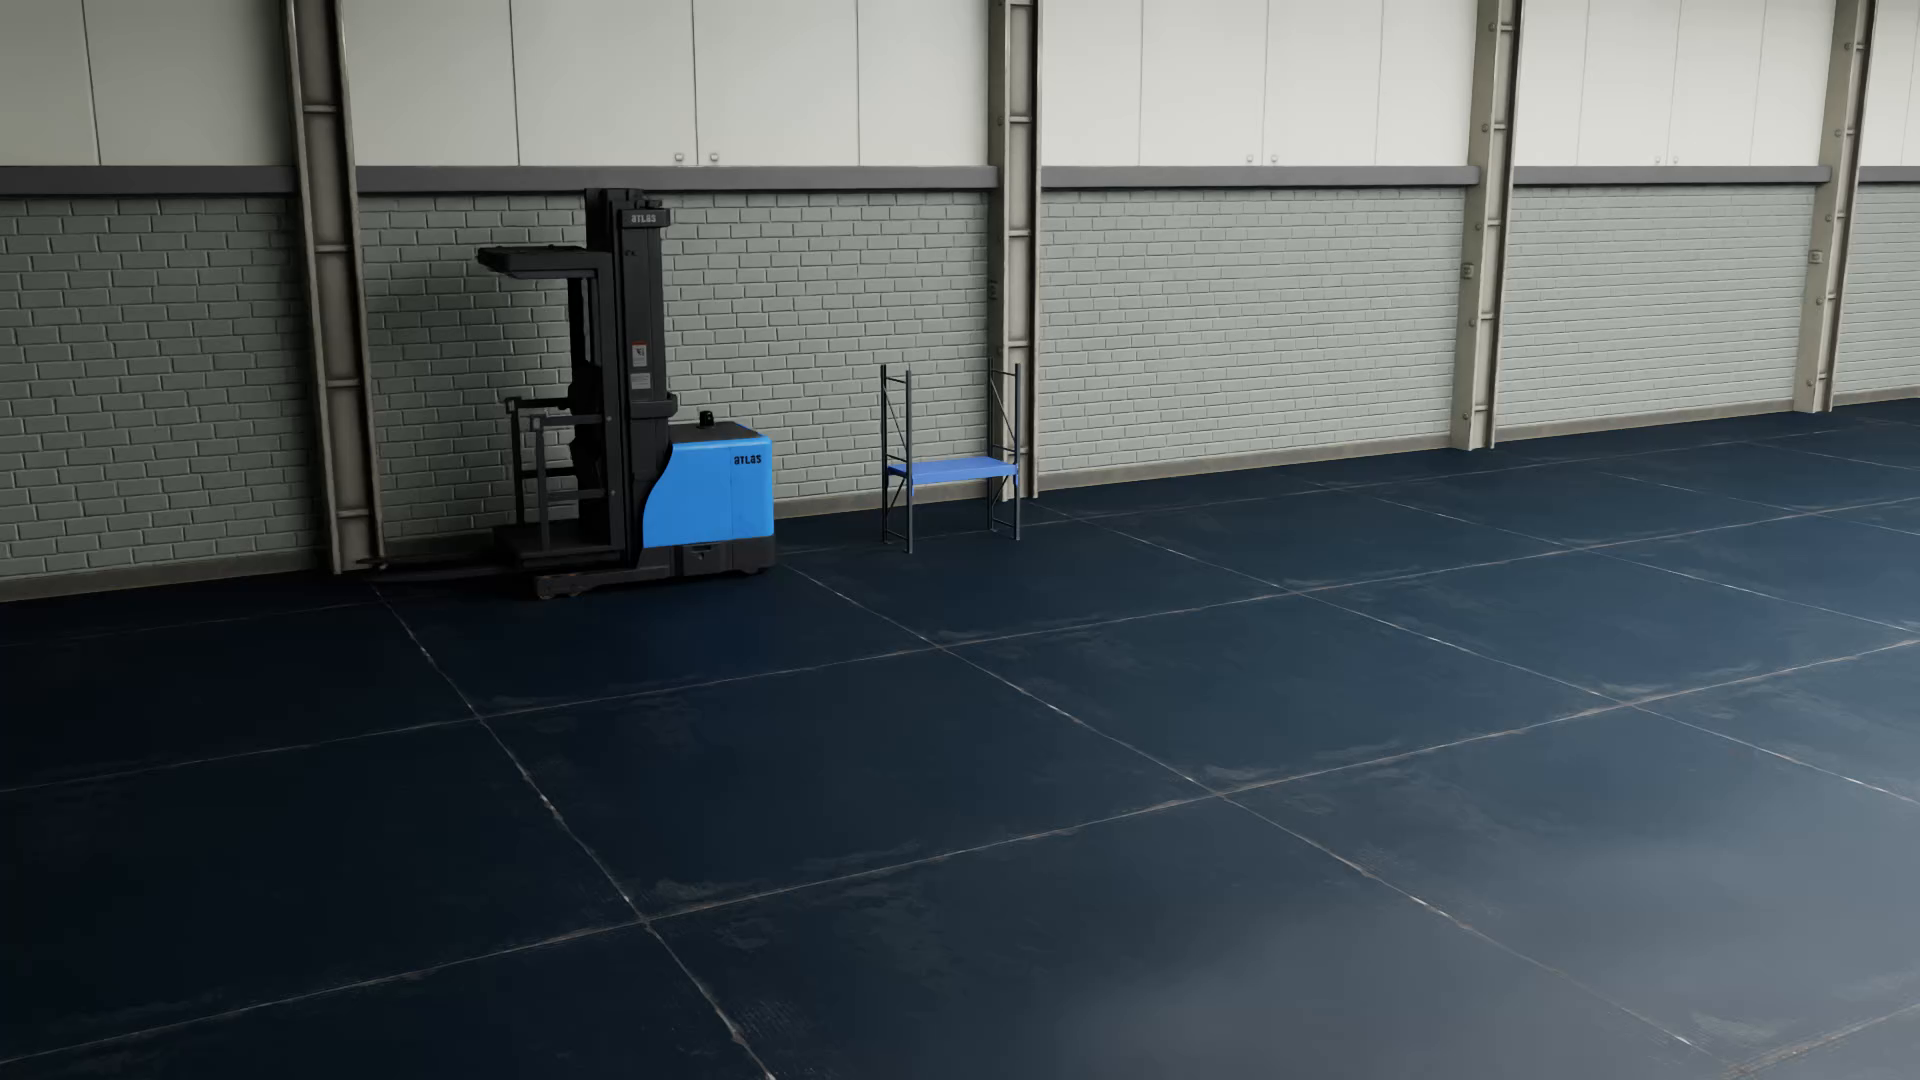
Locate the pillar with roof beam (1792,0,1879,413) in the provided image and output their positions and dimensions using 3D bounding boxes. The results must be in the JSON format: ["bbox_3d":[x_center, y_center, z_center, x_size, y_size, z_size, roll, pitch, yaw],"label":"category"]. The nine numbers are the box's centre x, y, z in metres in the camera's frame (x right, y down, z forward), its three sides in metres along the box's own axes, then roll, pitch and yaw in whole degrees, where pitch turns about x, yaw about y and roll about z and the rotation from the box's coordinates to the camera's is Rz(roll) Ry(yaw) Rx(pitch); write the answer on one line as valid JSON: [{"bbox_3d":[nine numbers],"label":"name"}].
[{"bbox_3d":[13.096,-5.237,16.882,0.400,9.000,9.100,-7,14,-28],"label":"pillar with roof beam"}]

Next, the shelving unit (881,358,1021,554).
[{"bbox_3d":[-0.075,-0.723,13.905,1.048,1.500,0.538,-7,14,-28],"label":"shelving unit"}]

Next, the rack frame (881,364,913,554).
[{"bbox_3d":[-0.521,-0.669,13.667,0.032,1.500,0.500,-7,14,-28],"label":"rack frame"}]

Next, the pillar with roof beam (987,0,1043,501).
[{"bbox_3d":[2.563,-3.974,11.273,0.400,9.000,9.100,-7,14,-28],"label":"pillar with roof beam"}]

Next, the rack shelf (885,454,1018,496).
[{"bbox_3d":[-0.075,-0.547,13.944,1.000,0.185,0.538,-7,14,-28],"label":"rack shelf"}]

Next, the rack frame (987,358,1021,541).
[{"bbox_3d":[0.371,-0.776,14.142,0.032,1.500,0.500,-7,14,-28],"label":"rack frame"}]

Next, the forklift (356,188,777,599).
[{"bbox_3d":[-2.991,-1.128,12.446,3.031,2.935,1.130,-6,14,-24],"label":"forklift"}]

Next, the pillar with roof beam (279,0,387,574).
[{"bbox_3d":[-2.703,-3.343,8.468,0.400,9.000,9.100,-7,14,-28],"label":"pillar with roof beam"}]

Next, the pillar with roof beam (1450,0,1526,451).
[{"bbox_3d":[7.830,-4.605,14.077,0.400,9.000,9.100,-7,14,-28],"label":"pillar with roof beam"}]
